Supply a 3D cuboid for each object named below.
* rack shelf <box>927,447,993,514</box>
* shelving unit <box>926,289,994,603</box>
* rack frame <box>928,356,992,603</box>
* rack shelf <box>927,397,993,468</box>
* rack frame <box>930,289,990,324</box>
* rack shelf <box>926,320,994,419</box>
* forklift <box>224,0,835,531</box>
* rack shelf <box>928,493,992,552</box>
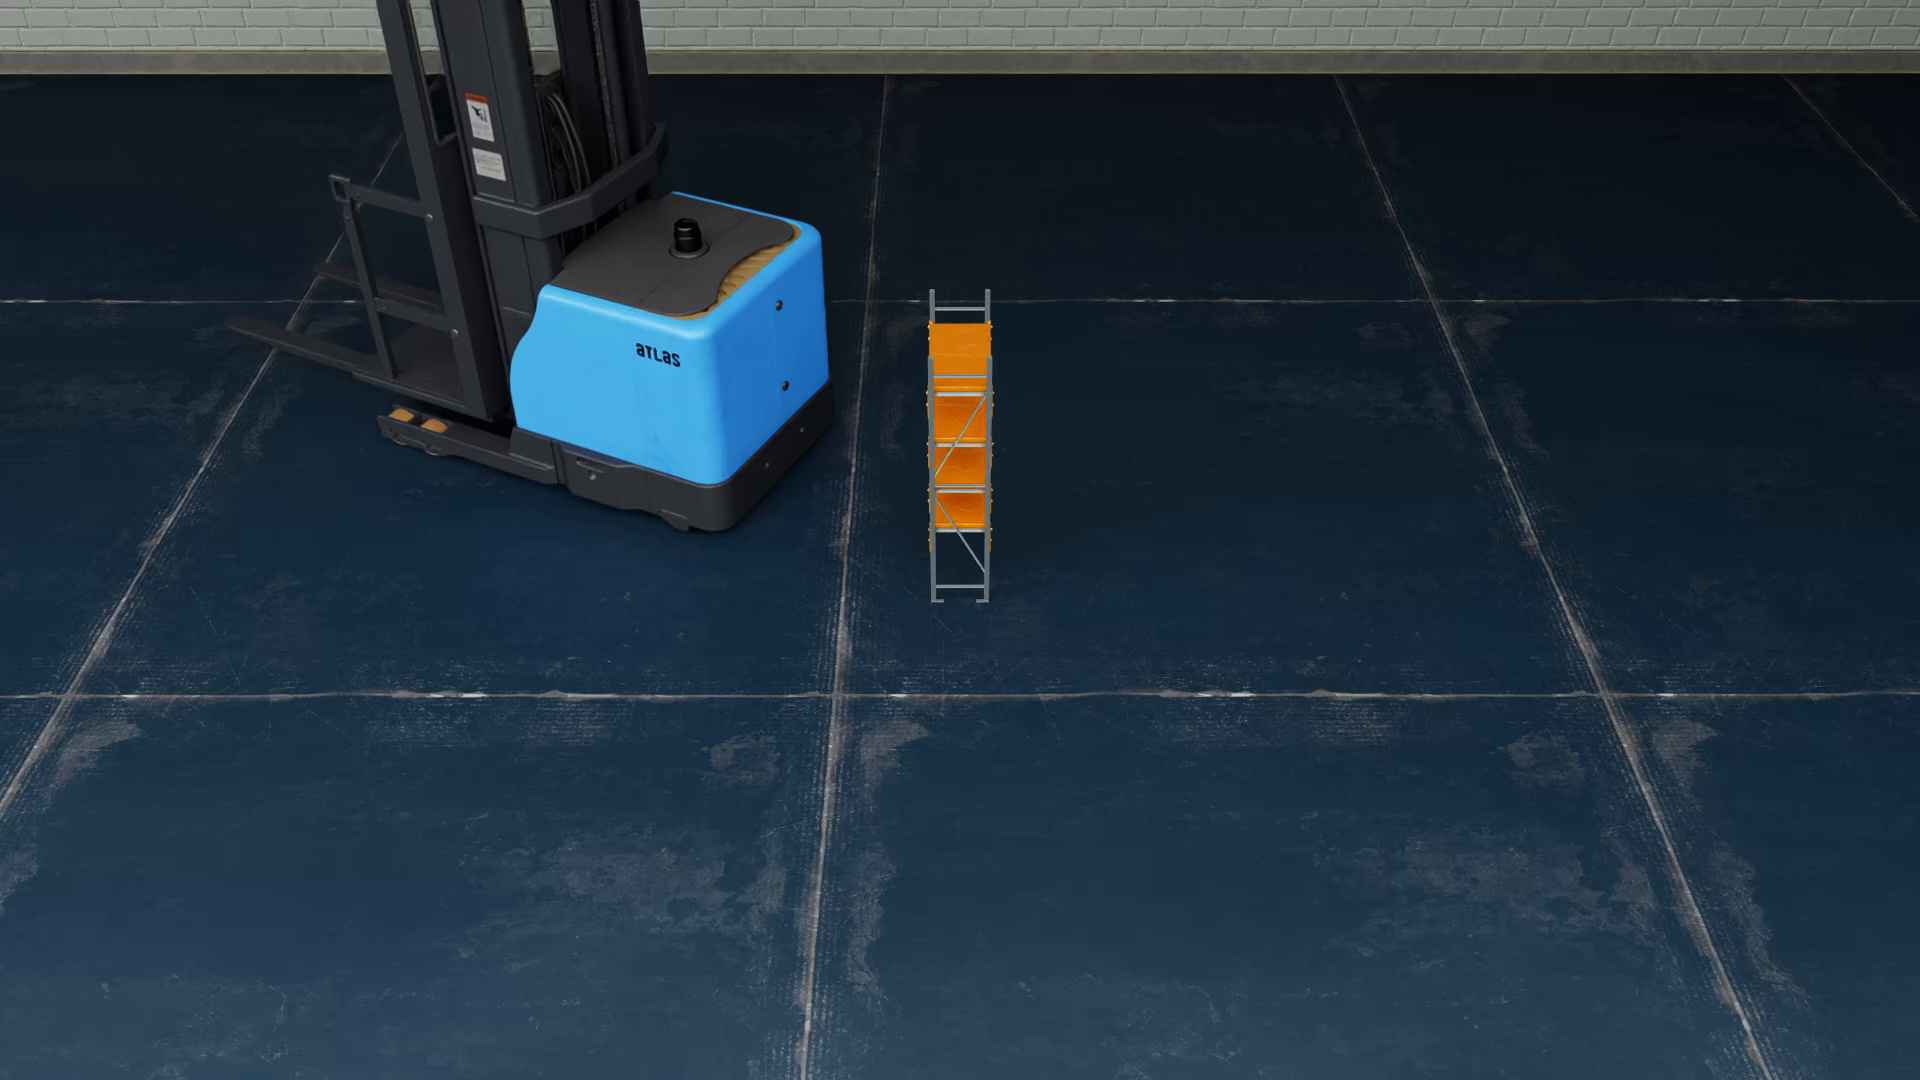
[{"bbox_3d":[0.000,-0.312,6.788,0.258,0.148,0.480,0,39,0],"label":"rack shelf"},{"bbox_3d":[0.000,-0.365,6.746,0.258,1.200,0.503,0,39,0],"label":"shelving unit"},{"bbox_3d":[0.000,-0.212,6.555,0.240,1.200,0.015,0,39,0],"label":"rack frame"},{"bbox_3d":[0.000,-0.487,6.648,0.258,0.148,0.480,0,39,0],"label":"rack shelf"},{"bbox_3d":[0.000,-0.517,6.936,0.240,1.200,0.015,0,39,0],"label":"rack frame"},{"bbox_3d":[0.000,-0.671,6.500,0.258,0.148,0.480,0,39,0],"label":"rack shelf"},{"bbox_3d":[-2.144,-1.814,7.170,3.031,2.935,1.130,17,42,20],"label":"forklift"},{"bbox_3d":[0.000,-0.157,6.912,0.258,0.148,0.480,0,39,0],"label":"rack shelf"}]
